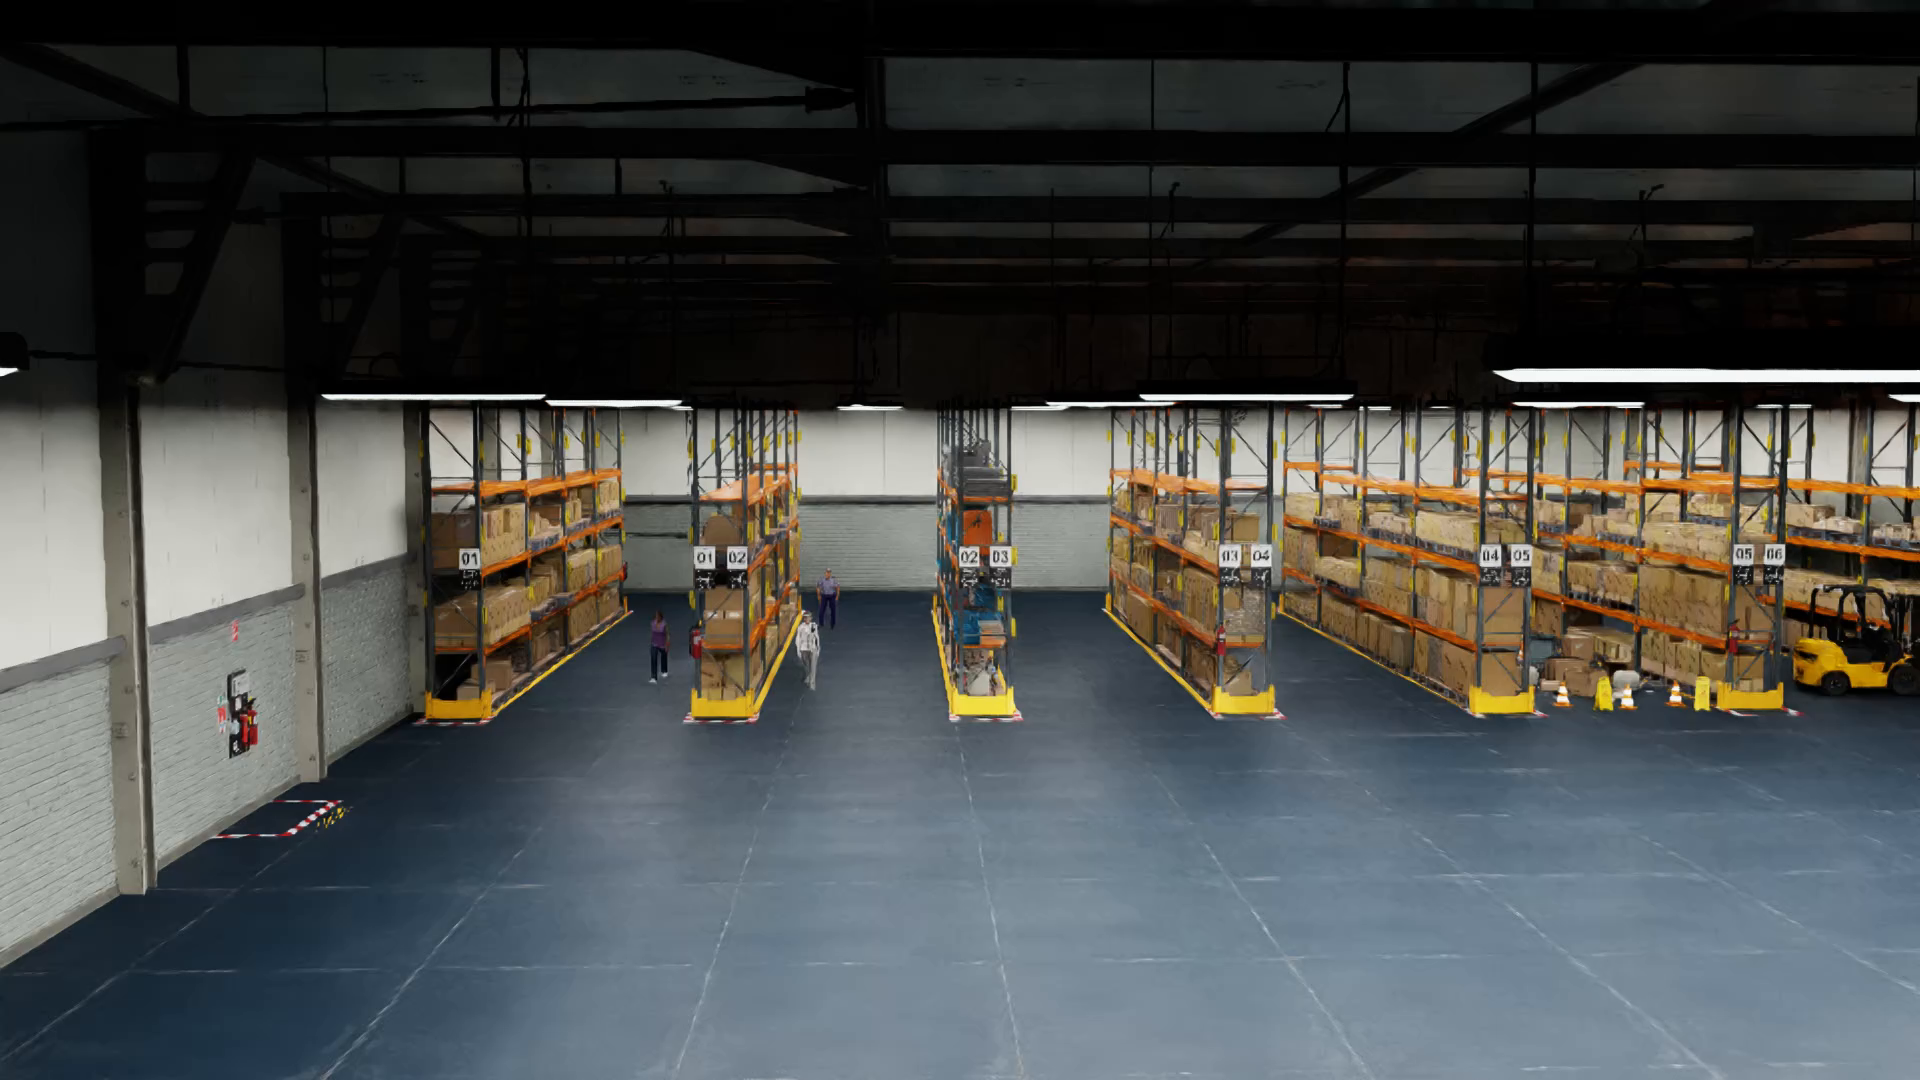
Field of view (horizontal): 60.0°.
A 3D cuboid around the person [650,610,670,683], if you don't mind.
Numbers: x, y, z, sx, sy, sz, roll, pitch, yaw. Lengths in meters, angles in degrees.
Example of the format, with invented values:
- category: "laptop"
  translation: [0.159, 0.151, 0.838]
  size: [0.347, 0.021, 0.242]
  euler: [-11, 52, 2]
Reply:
- category: "person"
  translation: [-6.364, 2.227, 35.272]
  size: [0.415, 1.517, 1.041]
  euler: [0, 4, -5]

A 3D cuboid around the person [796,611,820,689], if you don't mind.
- category: "person"
  translation: [-3.153, 2.245, 34.442]
  size: [0.495, 1.580, 1.086]
  euler: [0, 4, 0]

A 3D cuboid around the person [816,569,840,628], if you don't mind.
- category: "person"
  translation: [-3.493, 1.536, 44.013]
  size: [0.625, 1.596, 0.517]
  euler: [0, 4, -5]
